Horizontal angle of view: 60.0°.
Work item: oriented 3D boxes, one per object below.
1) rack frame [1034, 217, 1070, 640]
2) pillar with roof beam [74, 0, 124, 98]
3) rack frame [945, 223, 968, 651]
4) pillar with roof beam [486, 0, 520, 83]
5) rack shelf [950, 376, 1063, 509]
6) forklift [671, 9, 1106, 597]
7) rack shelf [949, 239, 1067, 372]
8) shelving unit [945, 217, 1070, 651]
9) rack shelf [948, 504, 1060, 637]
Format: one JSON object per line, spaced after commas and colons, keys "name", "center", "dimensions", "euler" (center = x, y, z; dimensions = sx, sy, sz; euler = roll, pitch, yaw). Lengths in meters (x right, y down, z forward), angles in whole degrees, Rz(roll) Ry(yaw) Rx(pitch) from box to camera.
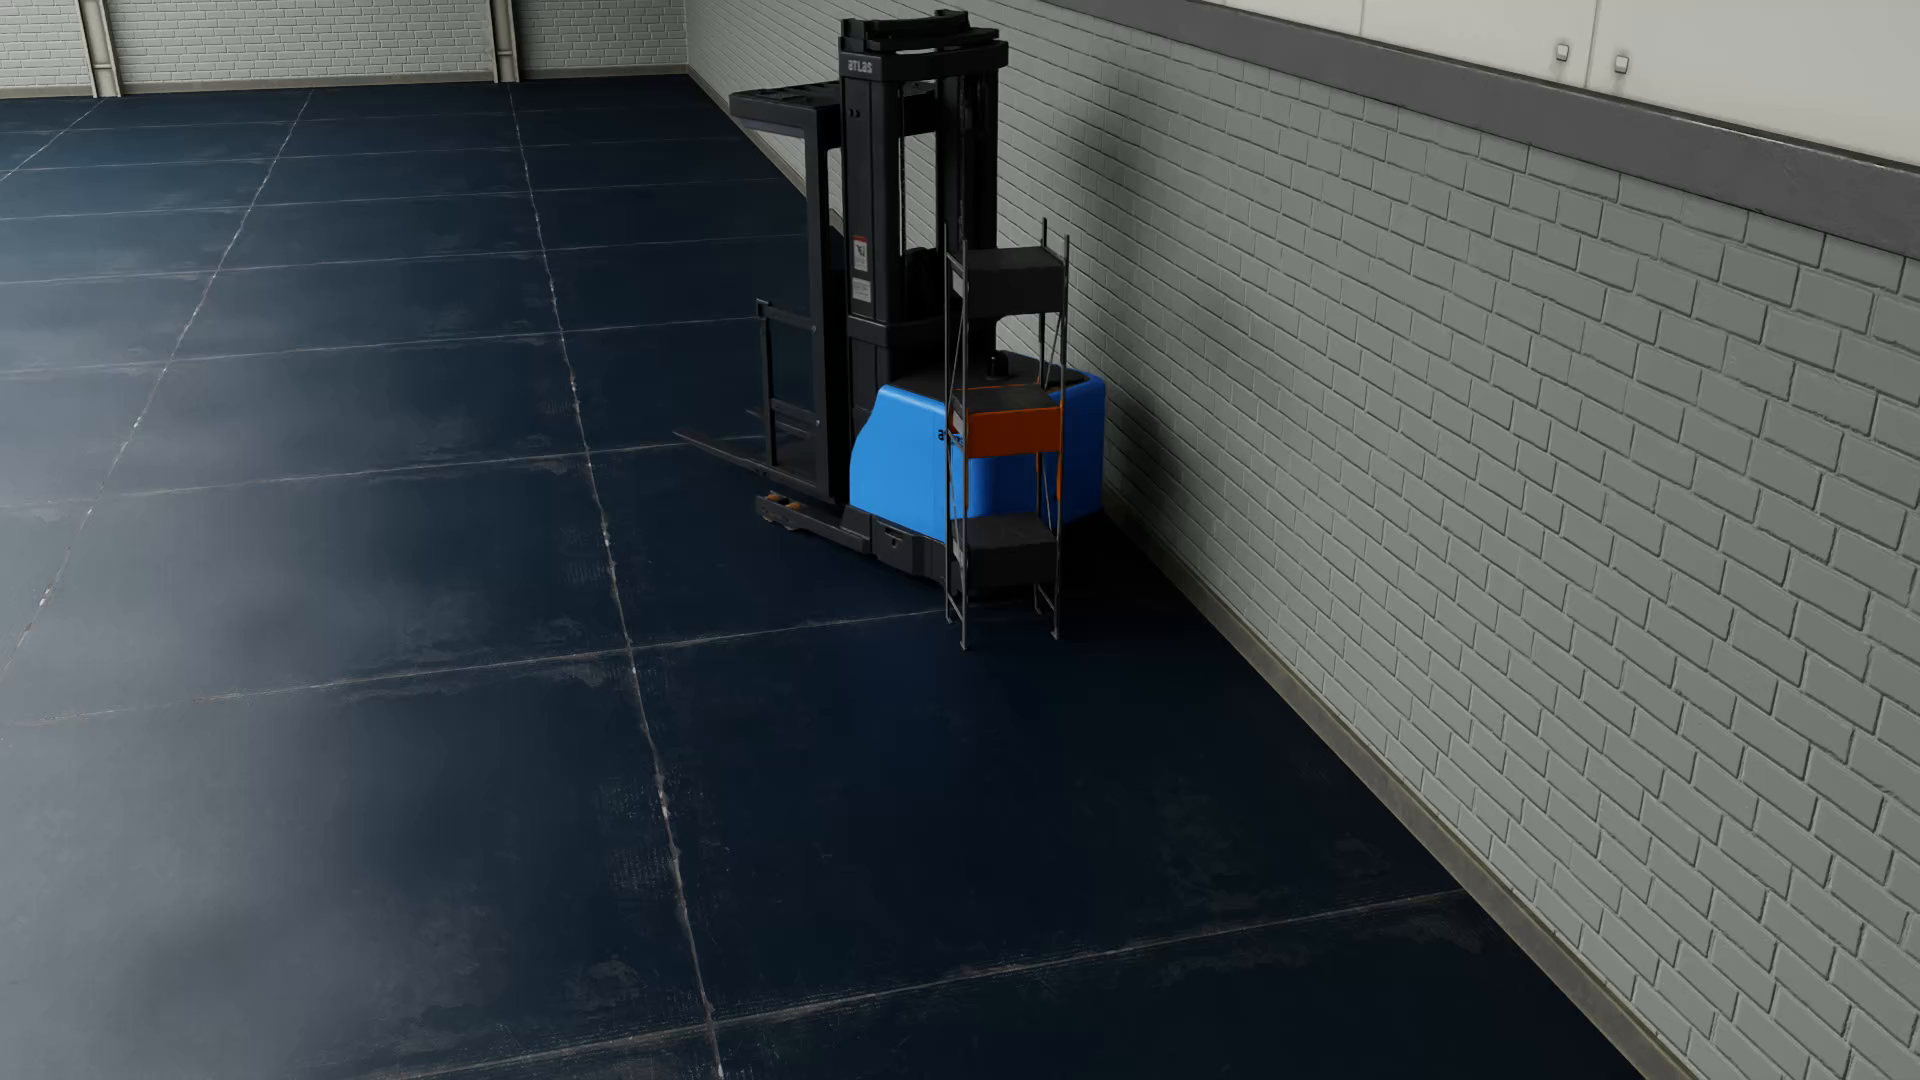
{"name": "rack frame", "center": [0.454, -0.526, 8.312], "dimensions": [0.015, 2.100, 0.400], "euler": [-6, 24, -13]}
{"name": "pillar with roof beam", "center": [-12.057, -9.403, 20.252], "dimensions": [0.400, 9.000, 9.100], "euler": [-6, 24, -14]}
{"name": "rack frame", "center": [-0.019, -0.479, 8.204], "dimensions": [0.015, 2.100, 0.400], "euler": [-6, 24, -13]}
{"name": "pillar with roof beam", "center": [-6.280, -10.042, 21.741], "dimensions": [0.400, 9.000, 9.100], "euler": [-6, 24, -14]}
{"name": "rack shelf", "center": [0.217, -0.490, 8.263], "dimensions": [0.480, 0.518, 0.431], "euler": [-6, 24, -13]}
{"name": "forklift", "center": [-0.582, -1.529, 9.595], "dimensions": [1.130, 2.935, 3.031], "euler": [-21, 31, -40]}
{"name": "rack shelf", "center": [0.217, -1.133, 7.987], "dimensions": [0.480, 0.518, 0.431], "euler": [-6, 24, -13]}
{"name": "shelving unit", "center": [0.217, -0.502, 8.258], "dimensions": [0.503, 2.100, 0.431], "euler": [-6, 24, -13]}
{"name": "rack shelf", "center": [0.217, 0.153, 8.540], "dimensions": [0.480, 0.518, 0.431], "euler": [-6, 24, -13]}
